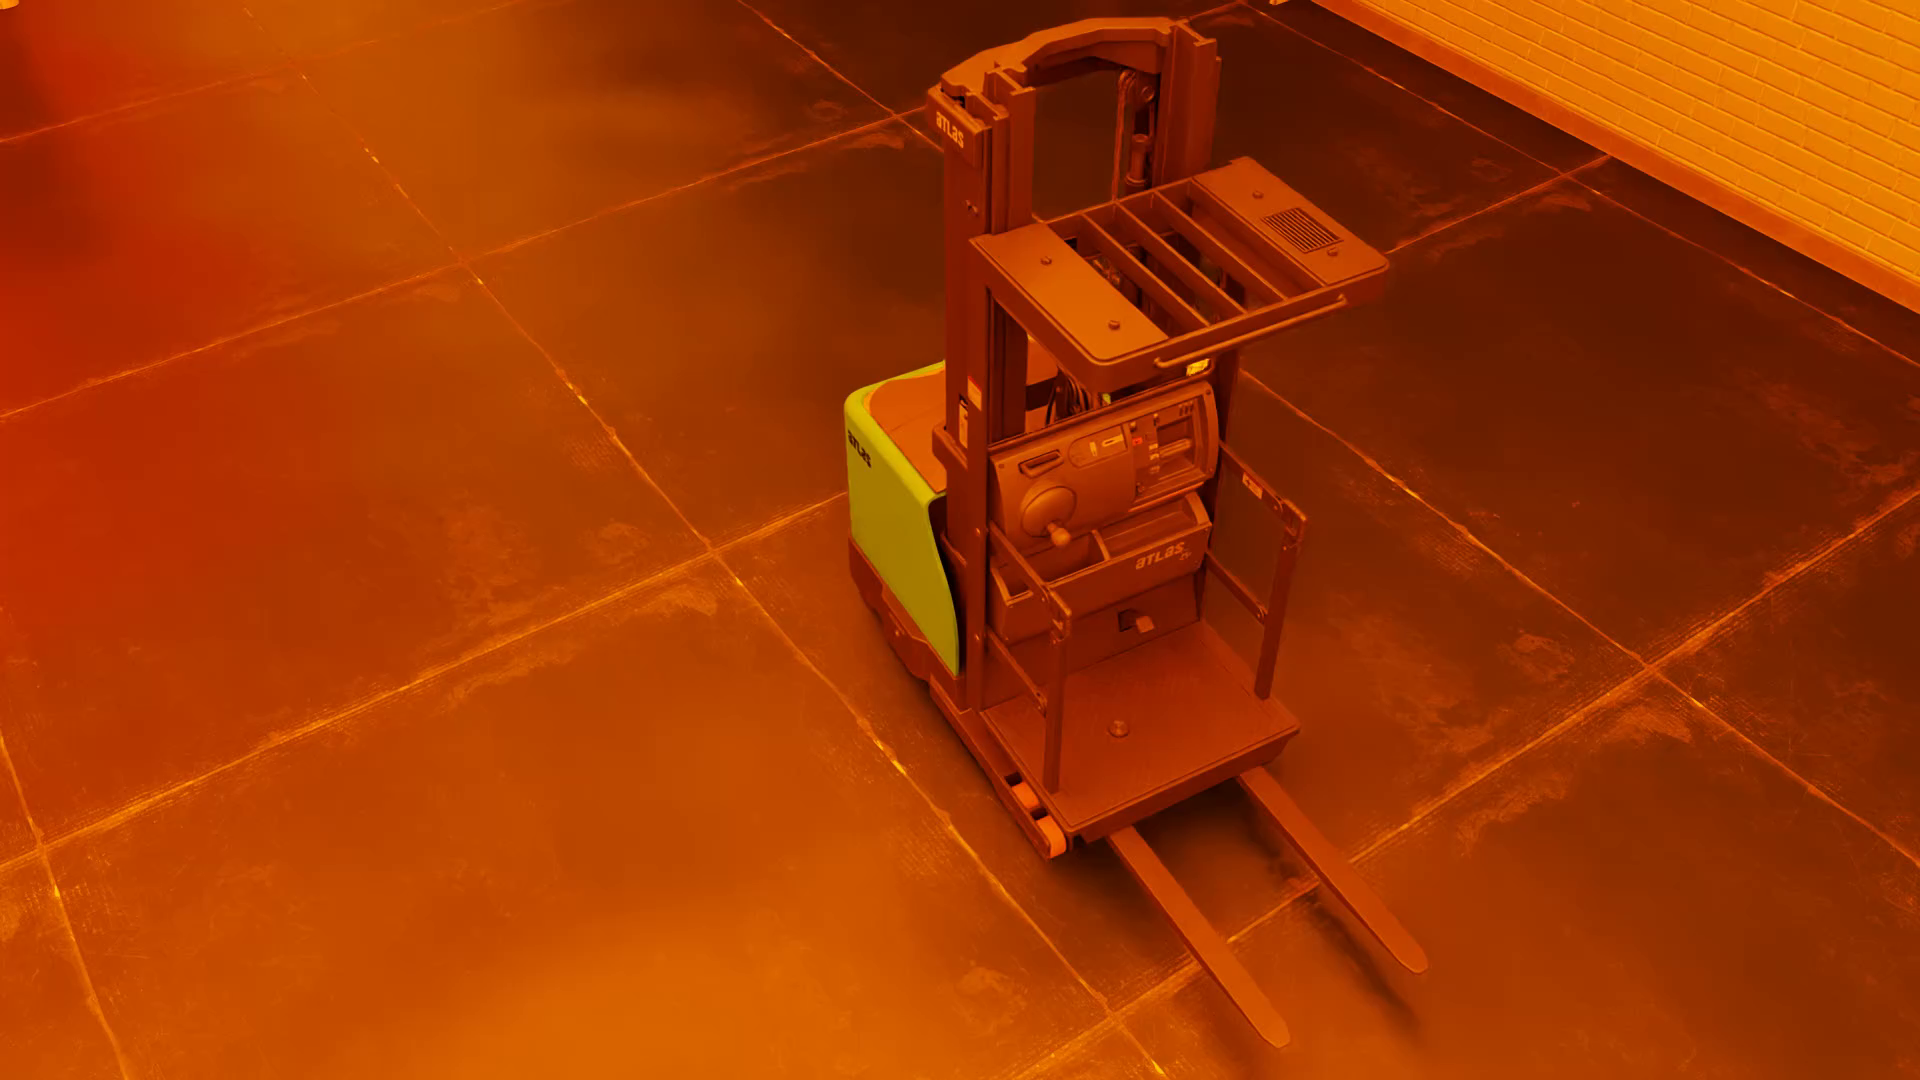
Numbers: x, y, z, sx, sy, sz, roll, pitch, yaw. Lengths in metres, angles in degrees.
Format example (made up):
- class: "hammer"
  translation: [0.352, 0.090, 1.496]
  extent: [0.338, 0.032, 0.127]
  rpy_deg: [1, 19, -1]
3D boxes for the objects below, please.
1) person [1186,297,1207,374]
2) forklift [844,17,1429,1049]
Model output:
- class: "person"
  translation: [0.856, -0.704, 7.490]
  extent: [0.354, 1.564, 0.654]
  rpy_deg: [-24, 48, -23]
- class: "forklift"
  translation: [0.648, -0.186, 5.917]
  extent: [1.130, 2.935, 3.031]
  rpy_deg: [-20, 46, -21]
